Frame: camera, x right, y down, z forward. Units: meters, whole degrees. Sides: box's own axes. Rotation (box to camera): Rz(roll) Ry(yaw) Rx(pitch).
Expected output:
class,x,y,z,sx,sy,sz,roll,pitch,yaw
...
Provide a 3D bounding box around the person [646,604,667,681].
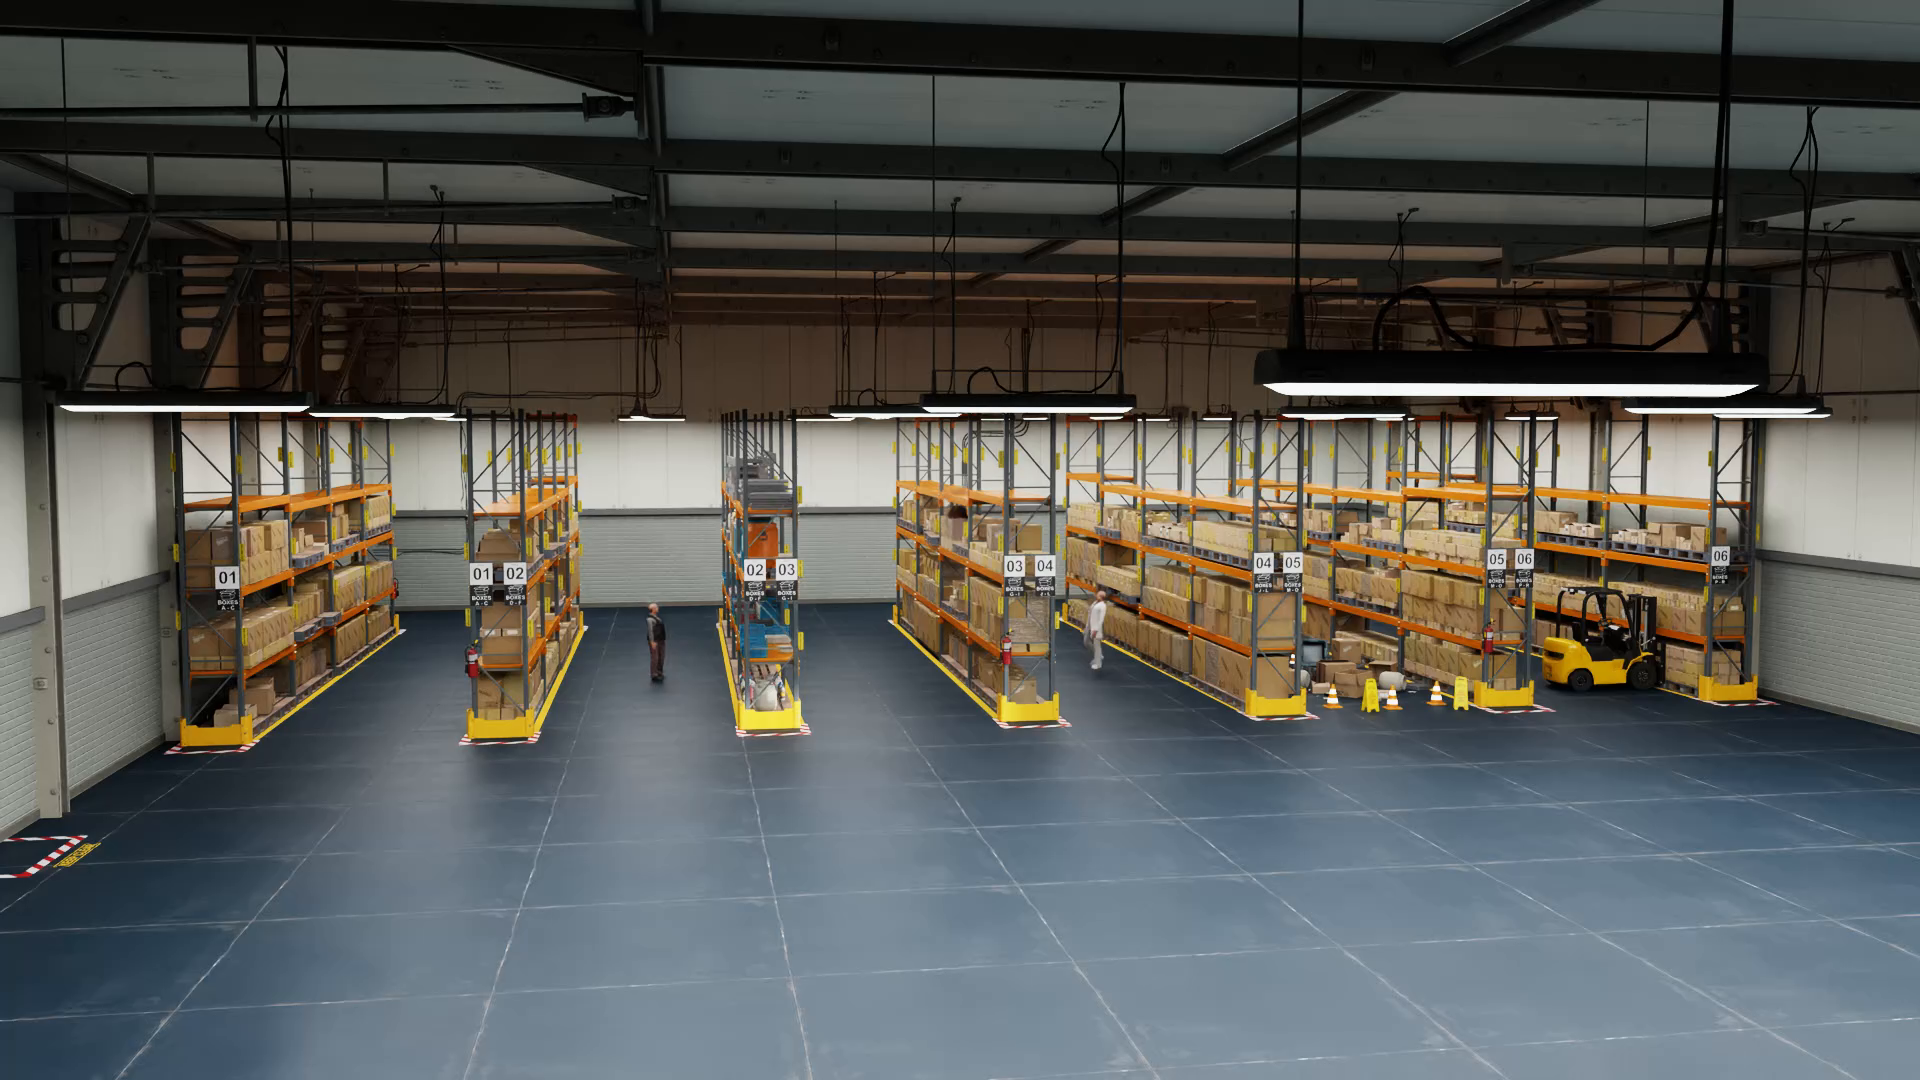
class,x,y,z,sx,sy,sz,roll,pitch,yaw
person,-6.777,2.291,37.179,0.437,1.747,0.599,2,4,25

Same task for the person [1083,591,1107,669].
class,x,y,z,sx,sy,sz,roll,pitch,yaw
person,3.107,2.037,38.117,0.529,1.762,0.664,-2,4,-27

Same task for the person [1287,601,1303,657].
class,x,y,z,sx,sy,sz,roll,pitch,yaw
person,8.123,1.995,40.681,0.619,1.782,0.772,-2,4,-22
